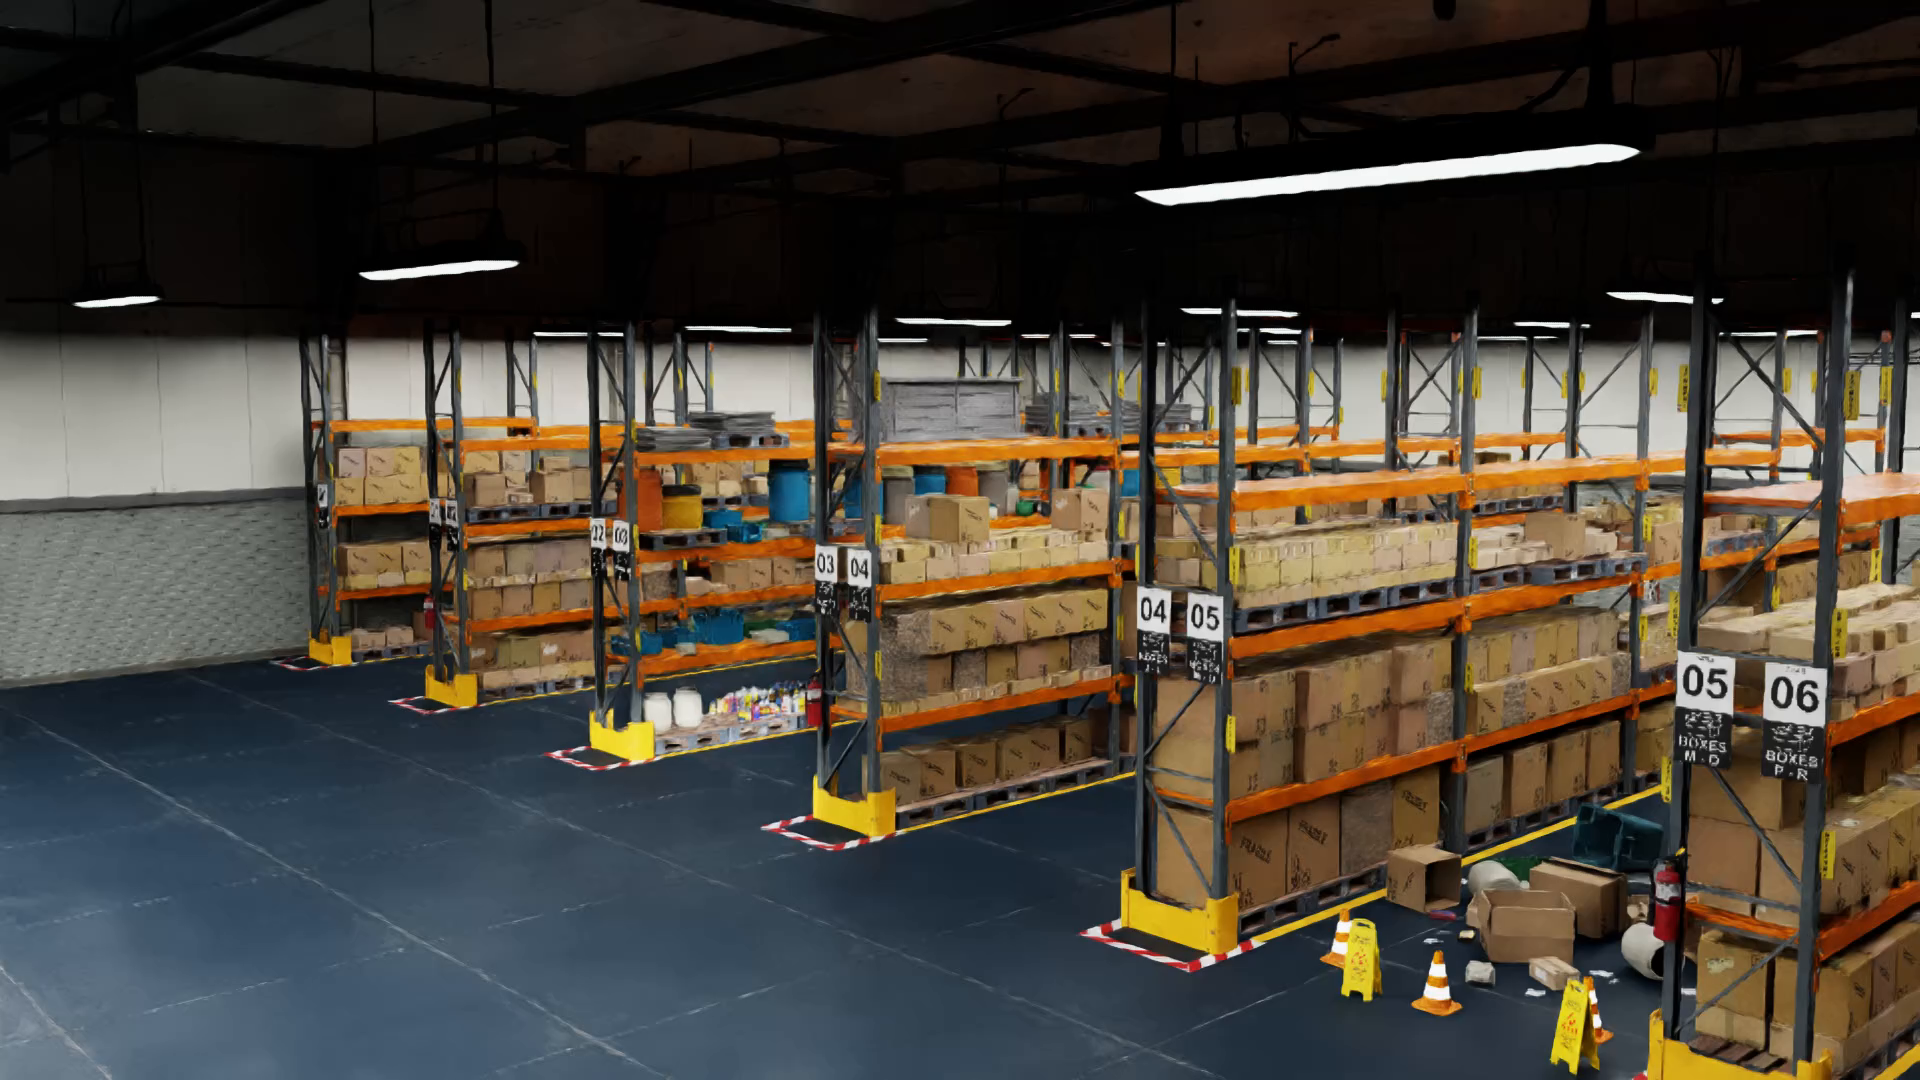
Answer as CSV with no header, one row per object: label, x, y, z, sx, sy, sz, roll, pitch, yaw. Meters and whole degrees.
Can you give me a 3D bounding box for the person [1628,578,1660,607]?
person,-7.256,0.136,20.720,25.315,5.854,39.887,3,7,29
